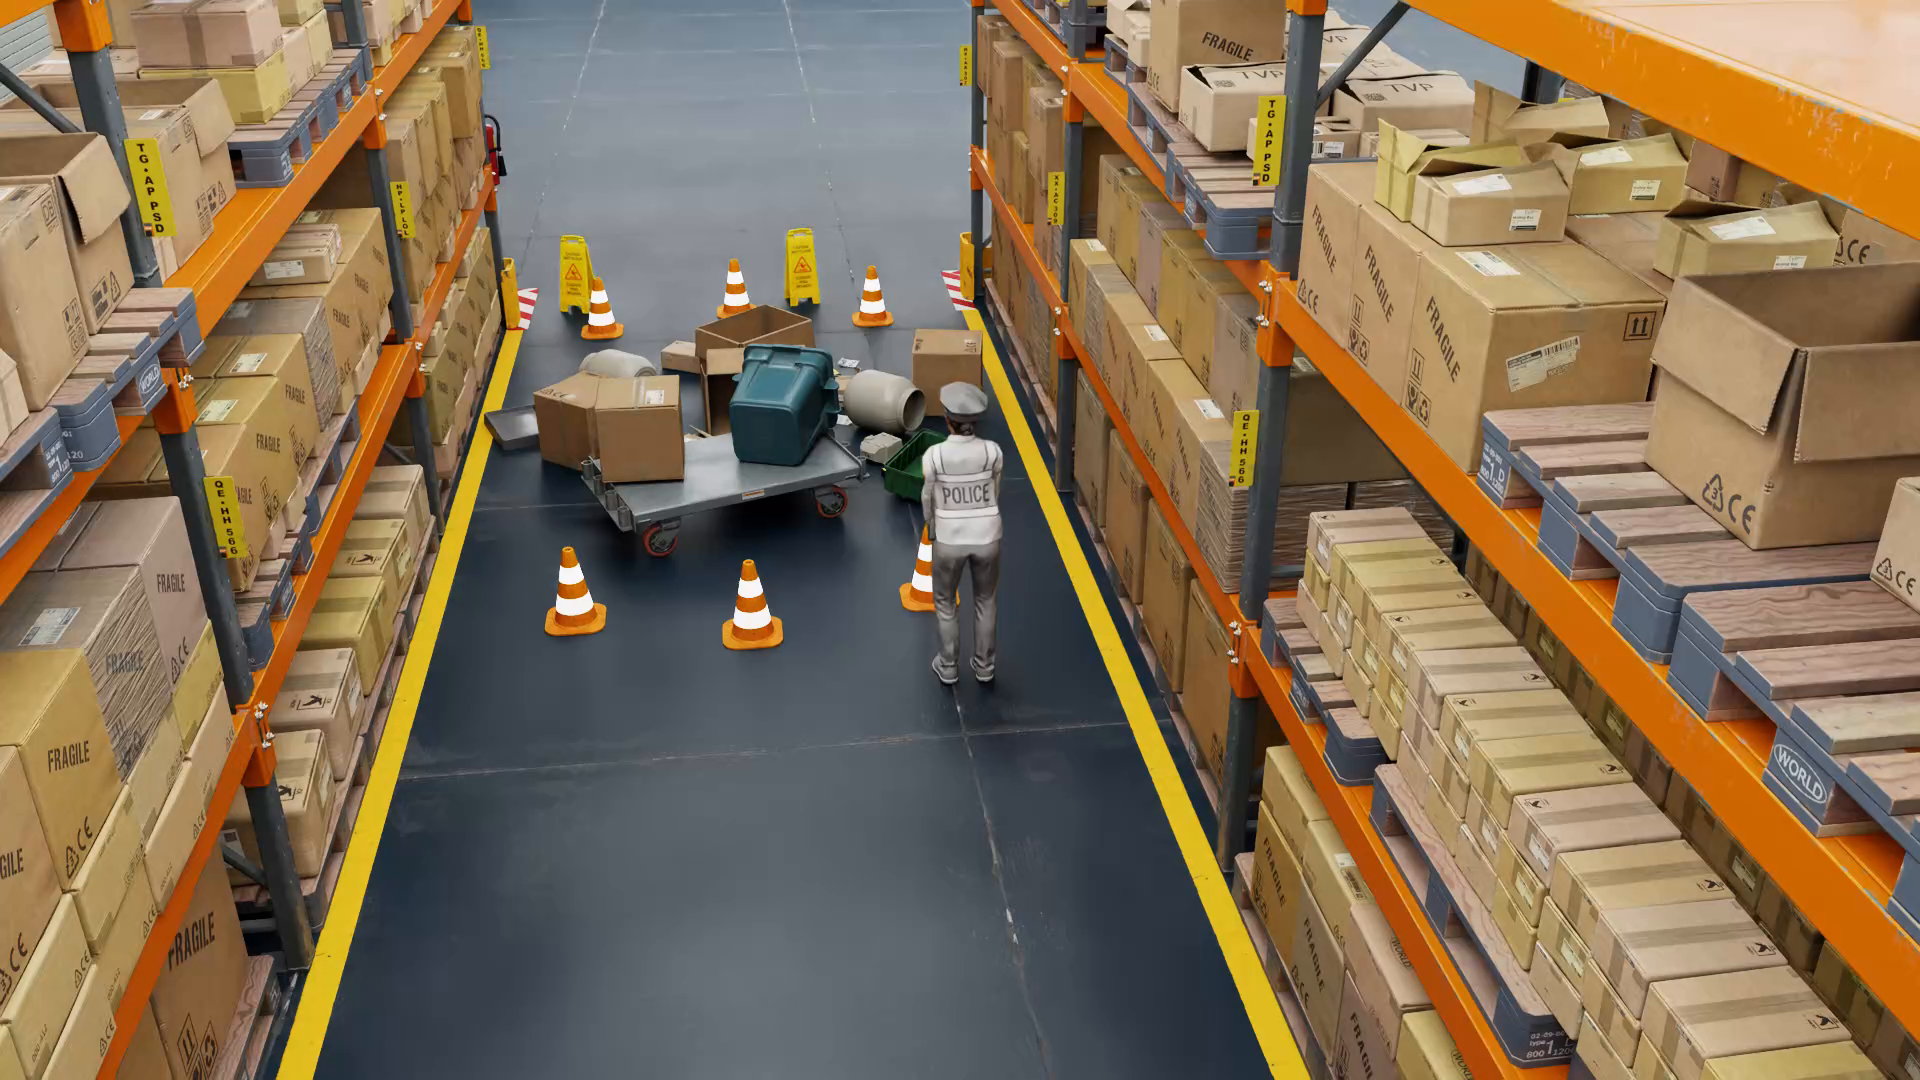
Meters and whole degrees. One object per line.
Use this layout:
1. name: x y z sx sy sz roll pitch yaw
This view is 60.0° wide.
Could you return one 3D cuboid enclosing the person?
1. person: 0.005 -0.028 8.667 0.415 1.677 0.533 -4 28 -8
